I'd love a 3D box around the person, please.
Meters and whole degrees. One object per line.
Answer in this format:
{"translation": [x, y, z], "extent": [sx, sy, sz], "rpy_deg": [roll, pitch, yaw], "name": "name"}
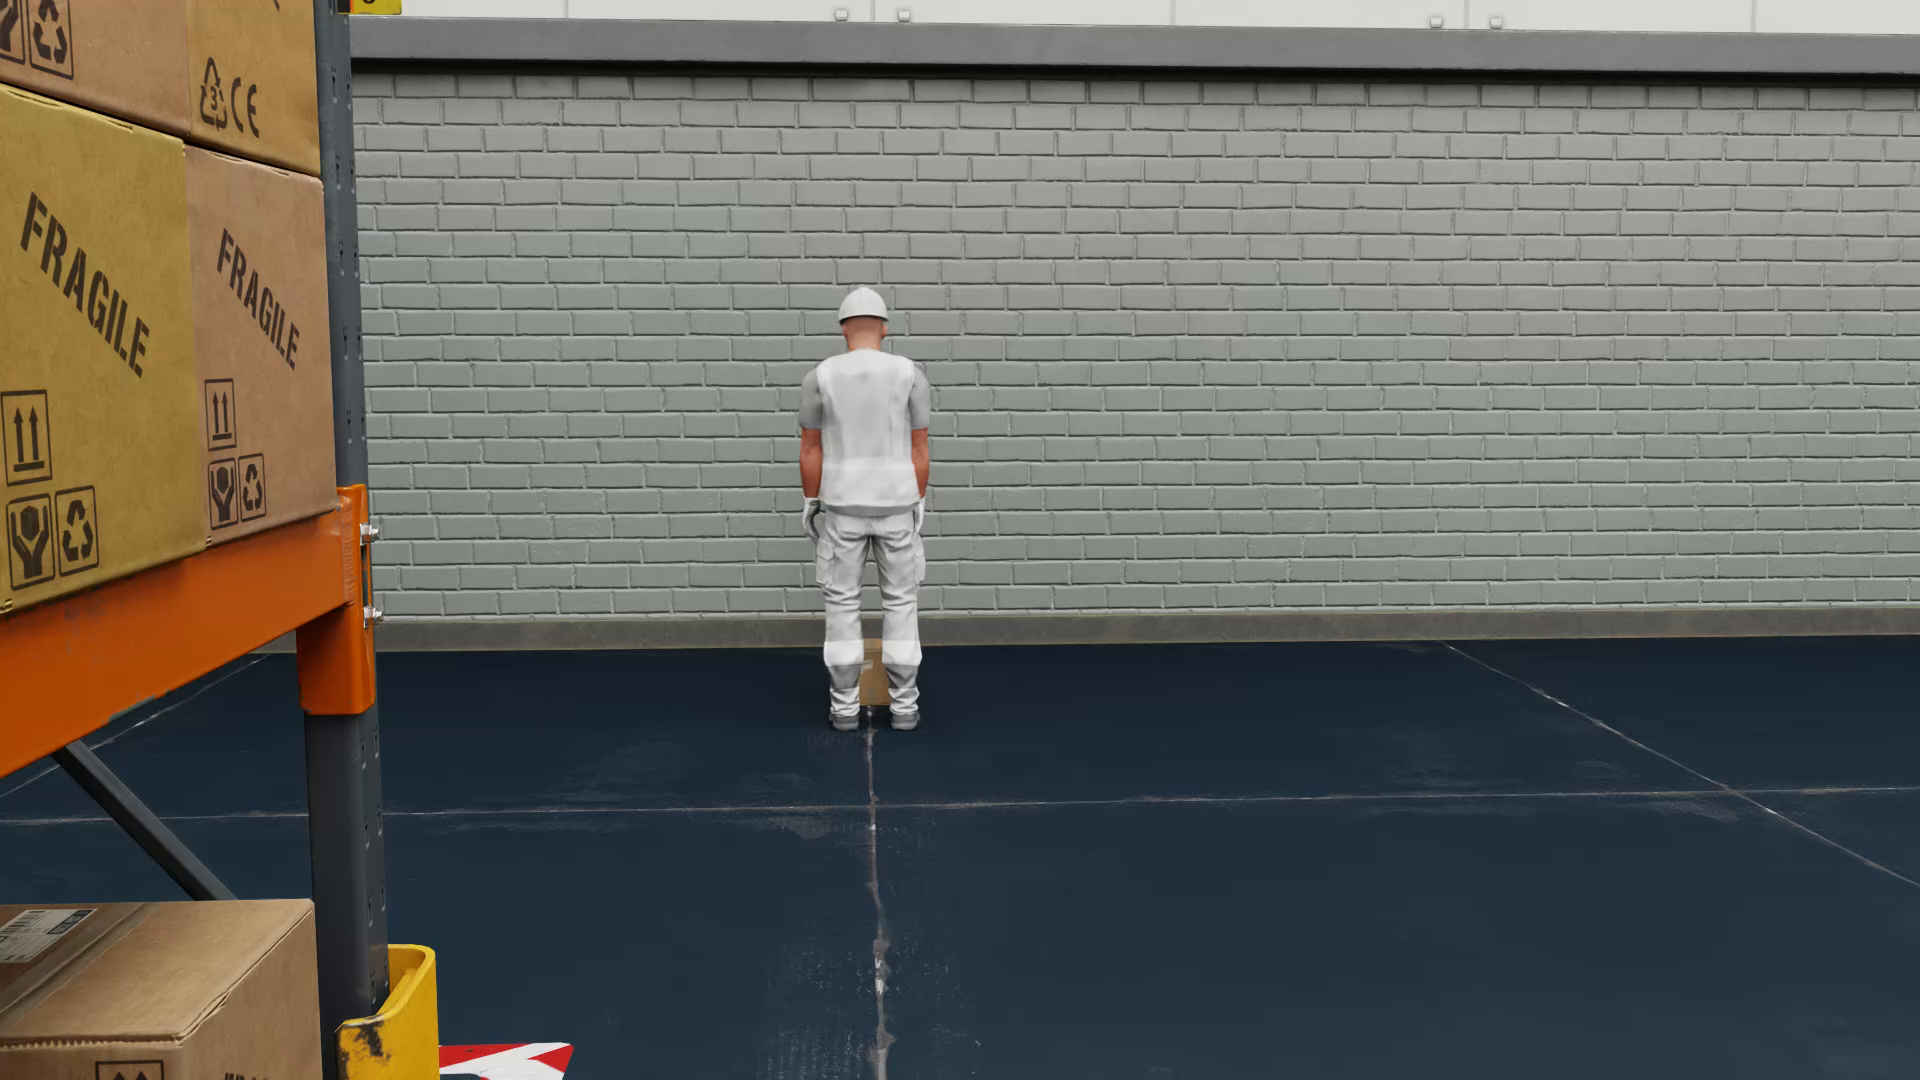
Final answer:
{"translation": [-0.382, -0.123, 6.726], "extent": [0.529, 1.776, 0.364], "rpy_deg": [0, 7, -3], "name": "person"}
